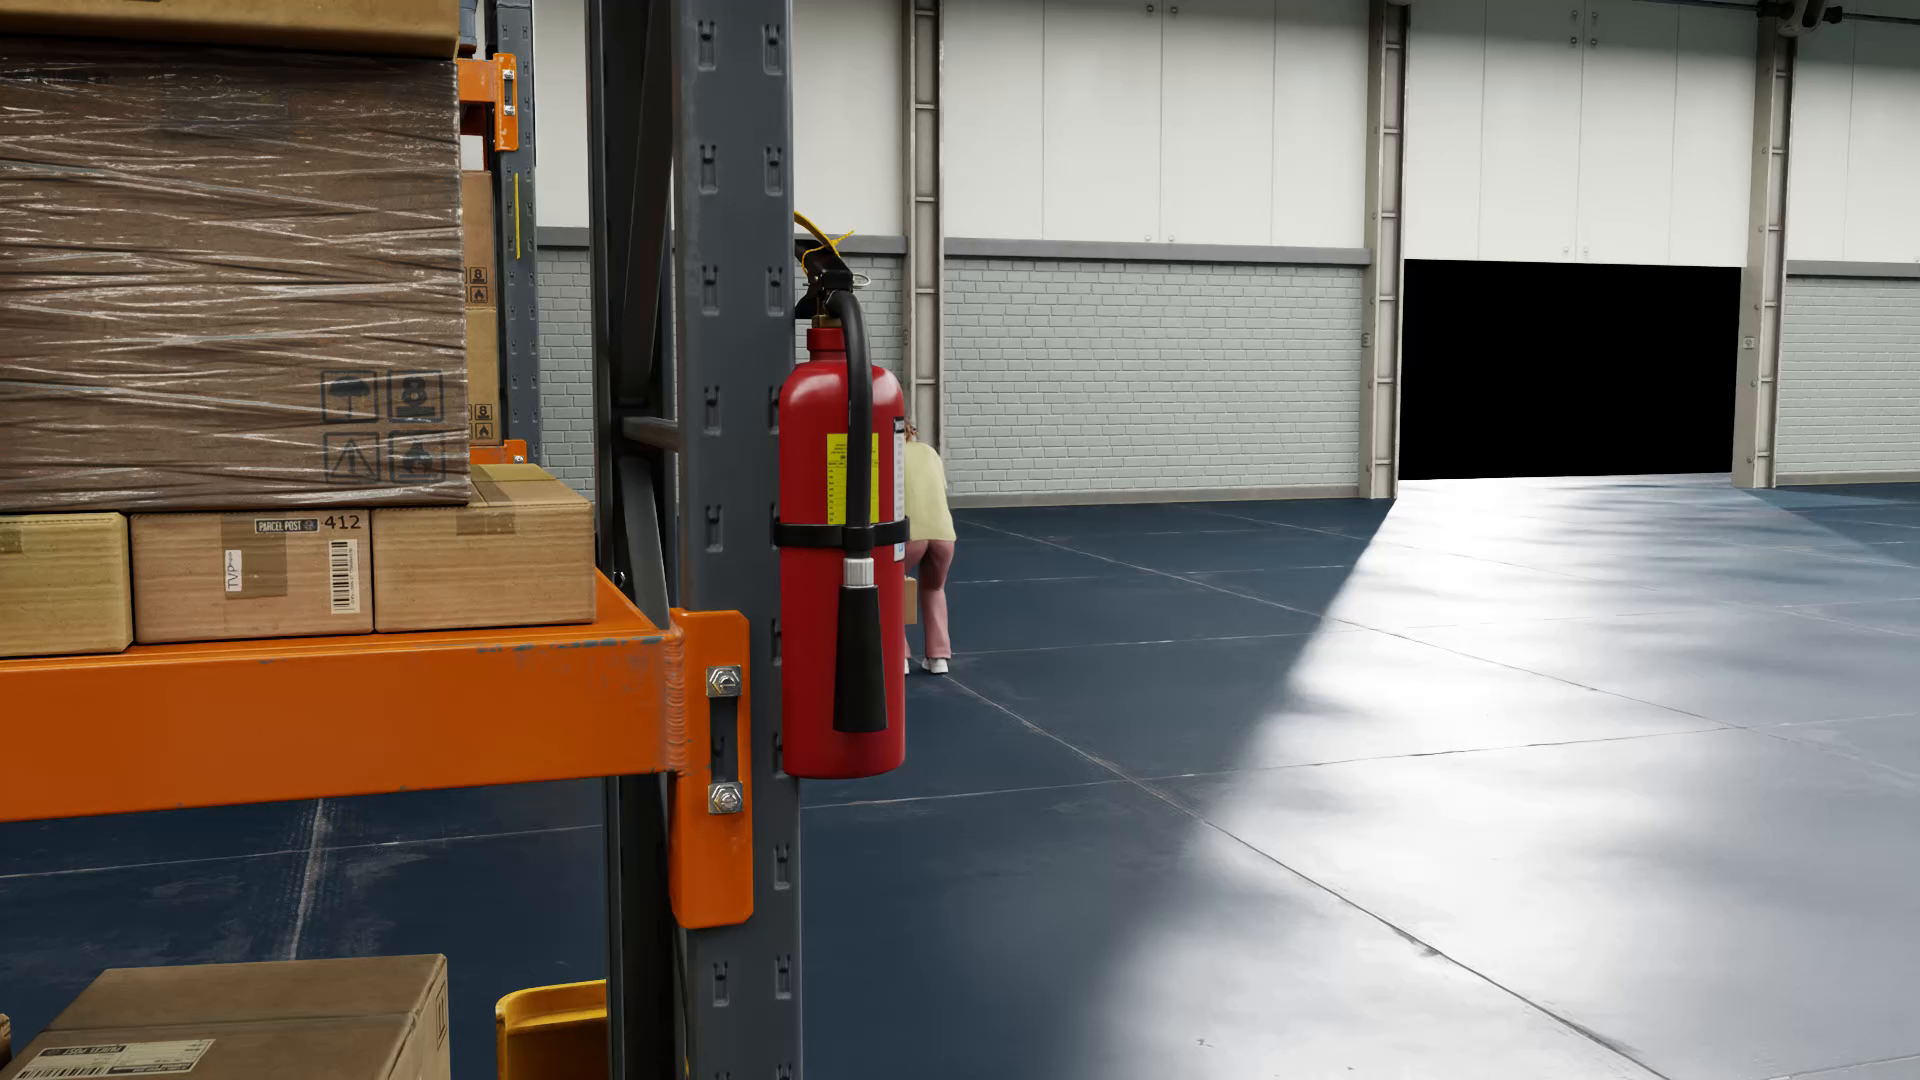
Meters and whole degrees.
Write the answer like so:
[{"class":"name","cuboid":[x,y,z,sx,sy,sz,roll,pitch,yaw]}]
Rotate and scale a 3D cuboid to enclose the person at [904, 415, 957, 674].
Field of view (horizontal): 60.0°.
[{"class":"person","cuboid":[-0.290,0.011,8.850,0.510,1.391,0.633,-2,6,-18]}]
